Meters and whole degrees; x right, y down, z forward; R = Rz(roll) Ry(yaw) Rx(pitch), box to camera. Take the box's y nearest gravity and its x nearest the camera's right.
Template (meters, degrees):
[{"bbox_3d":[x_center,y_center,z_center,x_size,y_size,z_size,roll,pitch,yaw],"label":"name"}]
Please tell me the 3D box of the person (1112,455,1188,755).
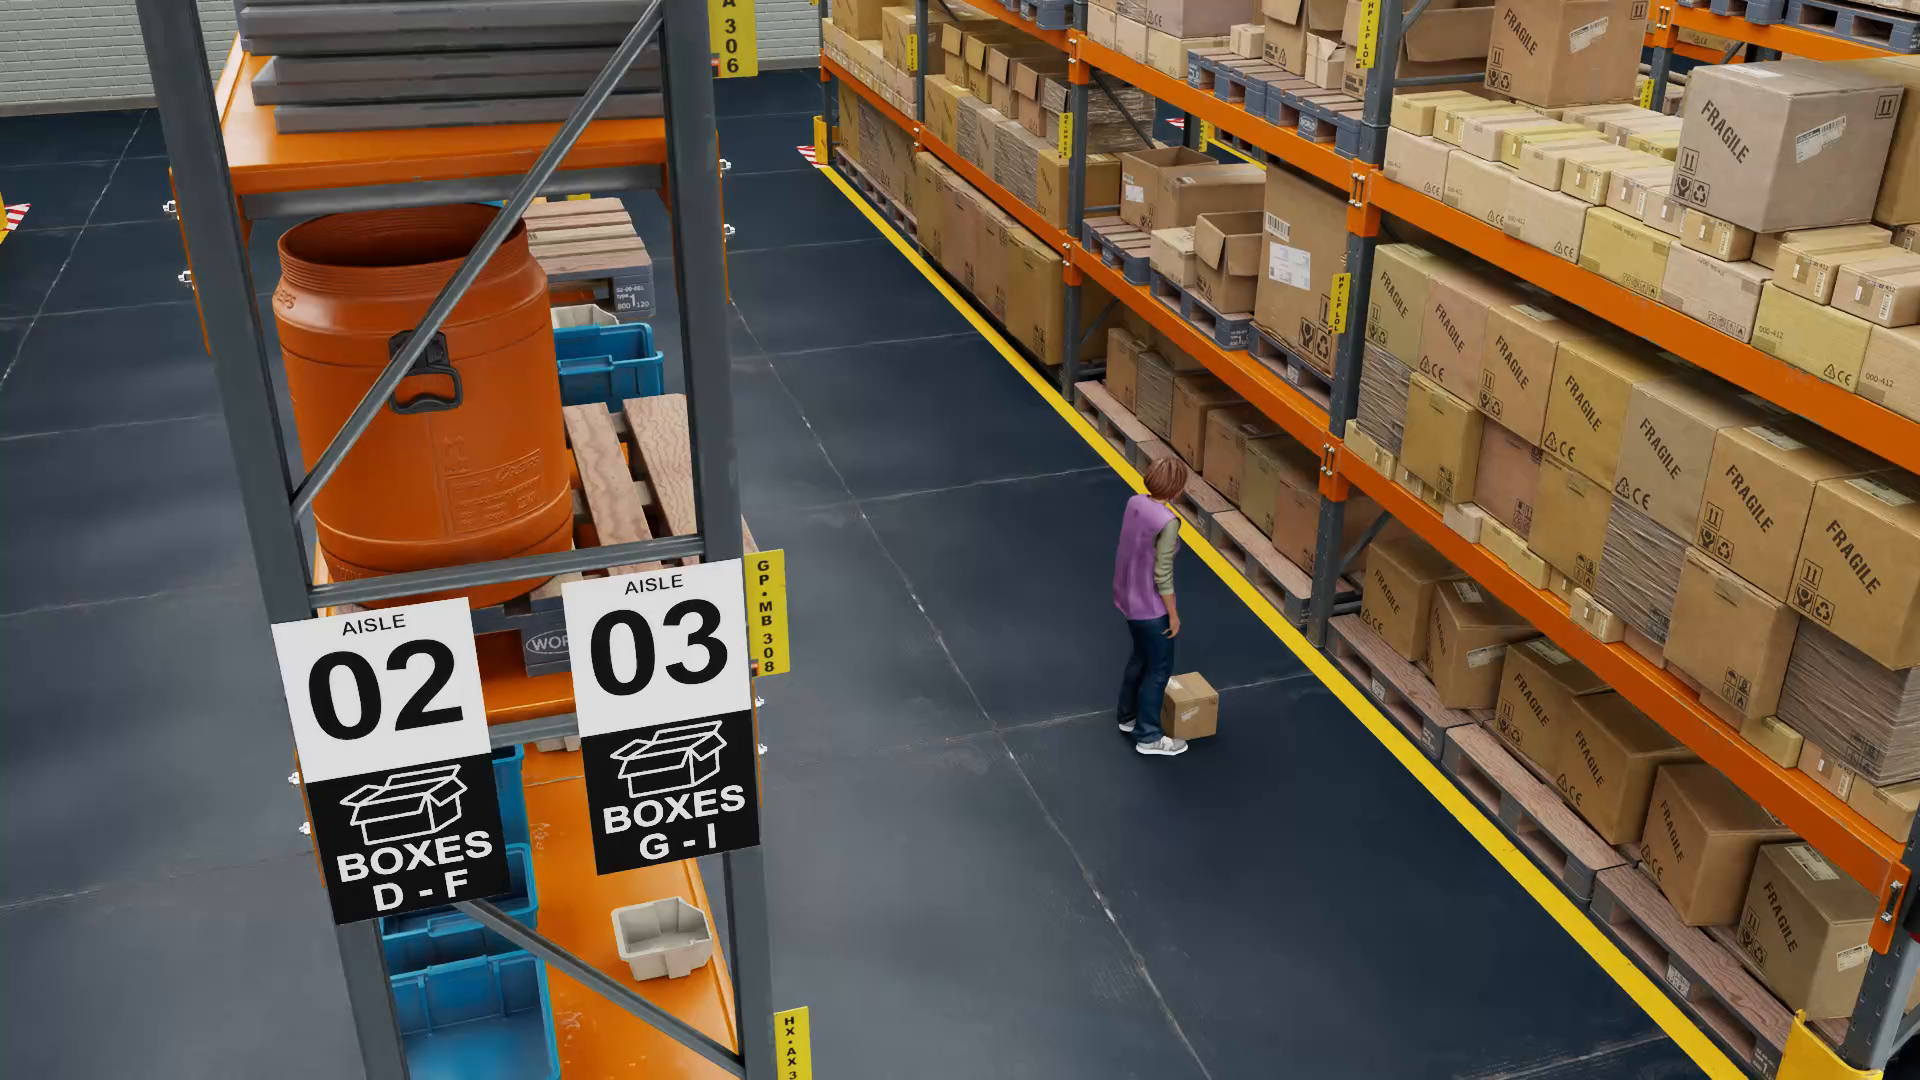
[{"bbox_3d":[0.969,0.327,8.479,0.348,1.592,0.481,-10,28,-19],"label":"person"}]
